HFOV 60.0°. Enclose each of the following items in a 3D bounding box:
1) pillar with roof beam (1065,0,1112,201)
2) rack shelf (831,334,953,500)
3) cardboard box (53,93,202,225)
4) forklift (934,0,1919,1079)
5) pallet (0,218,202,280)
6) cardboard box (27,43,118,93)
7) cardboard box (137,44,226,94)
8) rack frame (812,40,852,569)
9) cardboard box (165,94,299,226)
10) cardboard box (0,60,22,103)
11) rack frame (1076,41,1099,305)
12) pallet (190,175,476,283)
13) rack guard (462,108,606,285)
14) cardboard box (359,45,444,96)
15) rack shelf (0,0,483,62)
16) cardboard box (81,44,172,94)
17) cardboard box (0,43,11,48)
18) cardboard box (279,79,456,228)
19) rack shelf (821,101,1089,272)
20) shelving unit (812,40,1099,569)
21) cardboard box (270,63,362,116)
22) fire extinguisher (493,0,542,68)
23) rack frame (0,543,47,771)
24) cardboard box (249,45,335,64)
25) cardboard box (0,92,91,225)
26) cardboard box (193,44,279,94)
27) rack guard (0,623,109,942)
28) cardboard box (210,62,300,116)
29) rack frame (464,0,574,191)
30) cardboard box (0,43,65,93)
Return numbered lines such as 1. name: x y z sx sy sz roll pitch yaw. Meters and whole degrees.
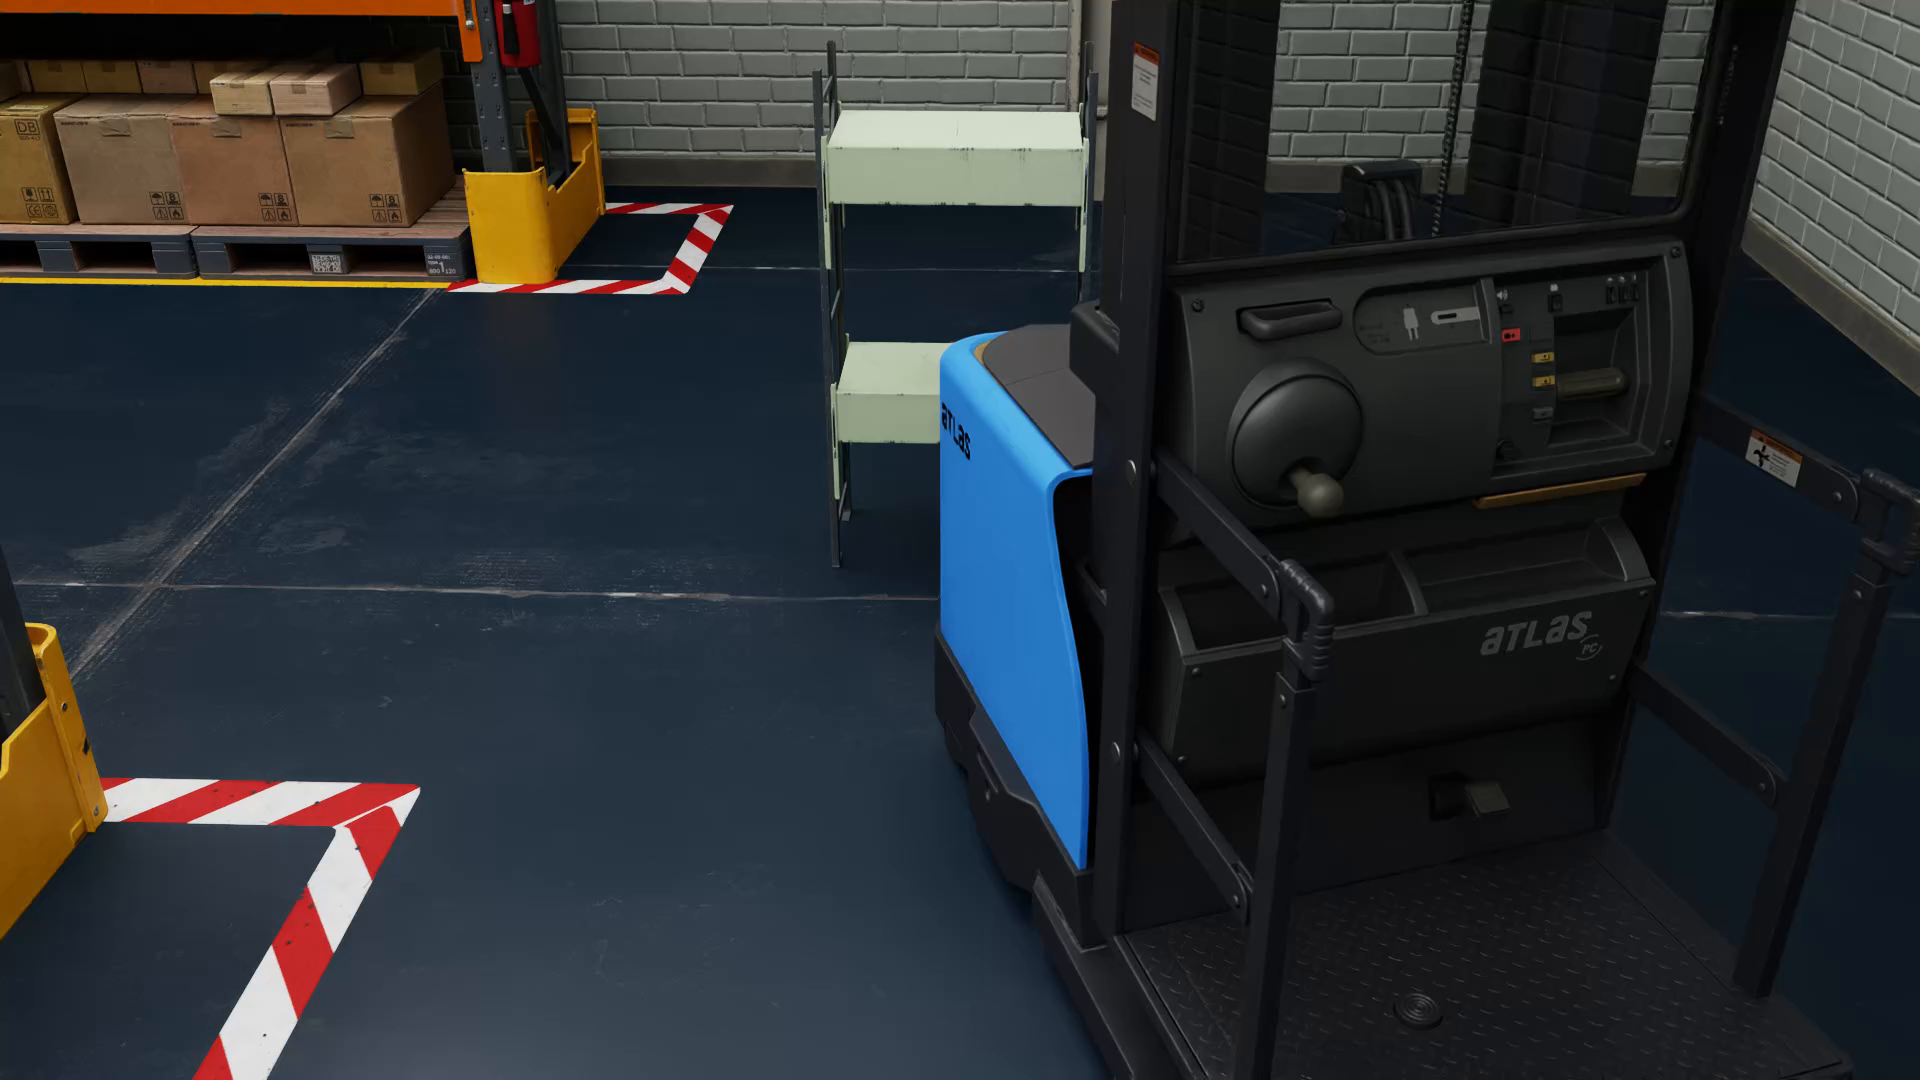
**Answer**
1. pillar with roof beam: 0.582 -3.733 2.683 0.400 9.000 9.100 1 28 2
2. rack shelf: -0.007 -0.375 5.052 0.720 0.370 0.431 1 28 2
3. cardboard box: -3.701 -1.799 7.661 0.500 0.500 0.700 0 28 0
4. forklift: 0.861 -0.226 2.547 1.130 2.935 3.031 -8 29 -15
5. pallet: -4.013 -1.503 7.860 1.213 0.211 1.003 1 28 2
6. cardboard box: -4.086 -2.185 7.698 0.250 0.149 0.380 0 28 1
7. cardboard box: -3.577 -2.177 7.682 0.250 0.149 0.380 1 28 3
8. rack frame: -0.372 -0.669 4.910 0.023 1.500 0.400 1 28 2
9. cardboard box: -3.198 -1.791 7.646 0.500 0.500 0.700 1 28 2
10. cardboard box: -4.391 -2.011 7.368 0.250 0.149 0.380 0 28 0
11. rack frame: 0.359 -0.657 4.888 0.023 1.500 0.400 1 28 2
12. pallet: -2.797 -1.481 7.819 1.213 0.211 1.003 1 28 2
13. rack guard: -1.971 -1.632 7.795 0.348 0.500 1.175 1 28 2
14. cardboard box: -2.566 -2.161 7.652 0.250 0.149 0.380 1 28 2
15. rack shelf: -3.994 -2.452 7.441 4.000 0.370 1.077 1 28 2
16. cardboard box: -3.833 -2.181 7.690 0.250 0.149 0.380 1 28 2
17. cardboard box: -4.596 -2.194 7.714 0.250 0.149 0.380 0 28 0
18. cardboard box: -2.698 -1.783 7.631 0.500 0.500 0.700 1 28 2
19. rack shelf: -0.007 -1.008 4.716 0.720 0.370 0.431 1 28 2
20. shelving unit: -0.007 -0.663 4.899 0.755 1.500 0.431 1 28 2
21. cardboard box: -2.833 -1.986 7.322 0.250 0.149 0.380 1 28 1
22. fire extinguisher: -1.860 -2.319 6.904 0.183 0.674 0.296 1 28 2
23. rack frame: -2.166 -0.418 2.836 0.127 3.000 1.000 1 28 2
24. cardboard box: -3.072 -2.169 7.667 0.250 0.149 0.380 1 28 2
25. cardboard box: -4.234 -1.804 7.672 0.500 0.500 0.700 2 28 3
26. cardboard box: -3.322 -2.173 7.675 0.250 0.149 0.380 1 28 2
27. rack guard: -2.242 0.685 3.424 0.348 0.500 1.175 1 28 2
28. cardboard box: -3.088 -1.990 7.329 0.250 0.149 0.380 2 28 3
29. rack frame: -1.995 -2.737 7.210 0.127 3.000 1.000 1 28 2
30. cardboard box: -4.344 -2.189 7.705 0.250 0.149 0.380 1 28 2
